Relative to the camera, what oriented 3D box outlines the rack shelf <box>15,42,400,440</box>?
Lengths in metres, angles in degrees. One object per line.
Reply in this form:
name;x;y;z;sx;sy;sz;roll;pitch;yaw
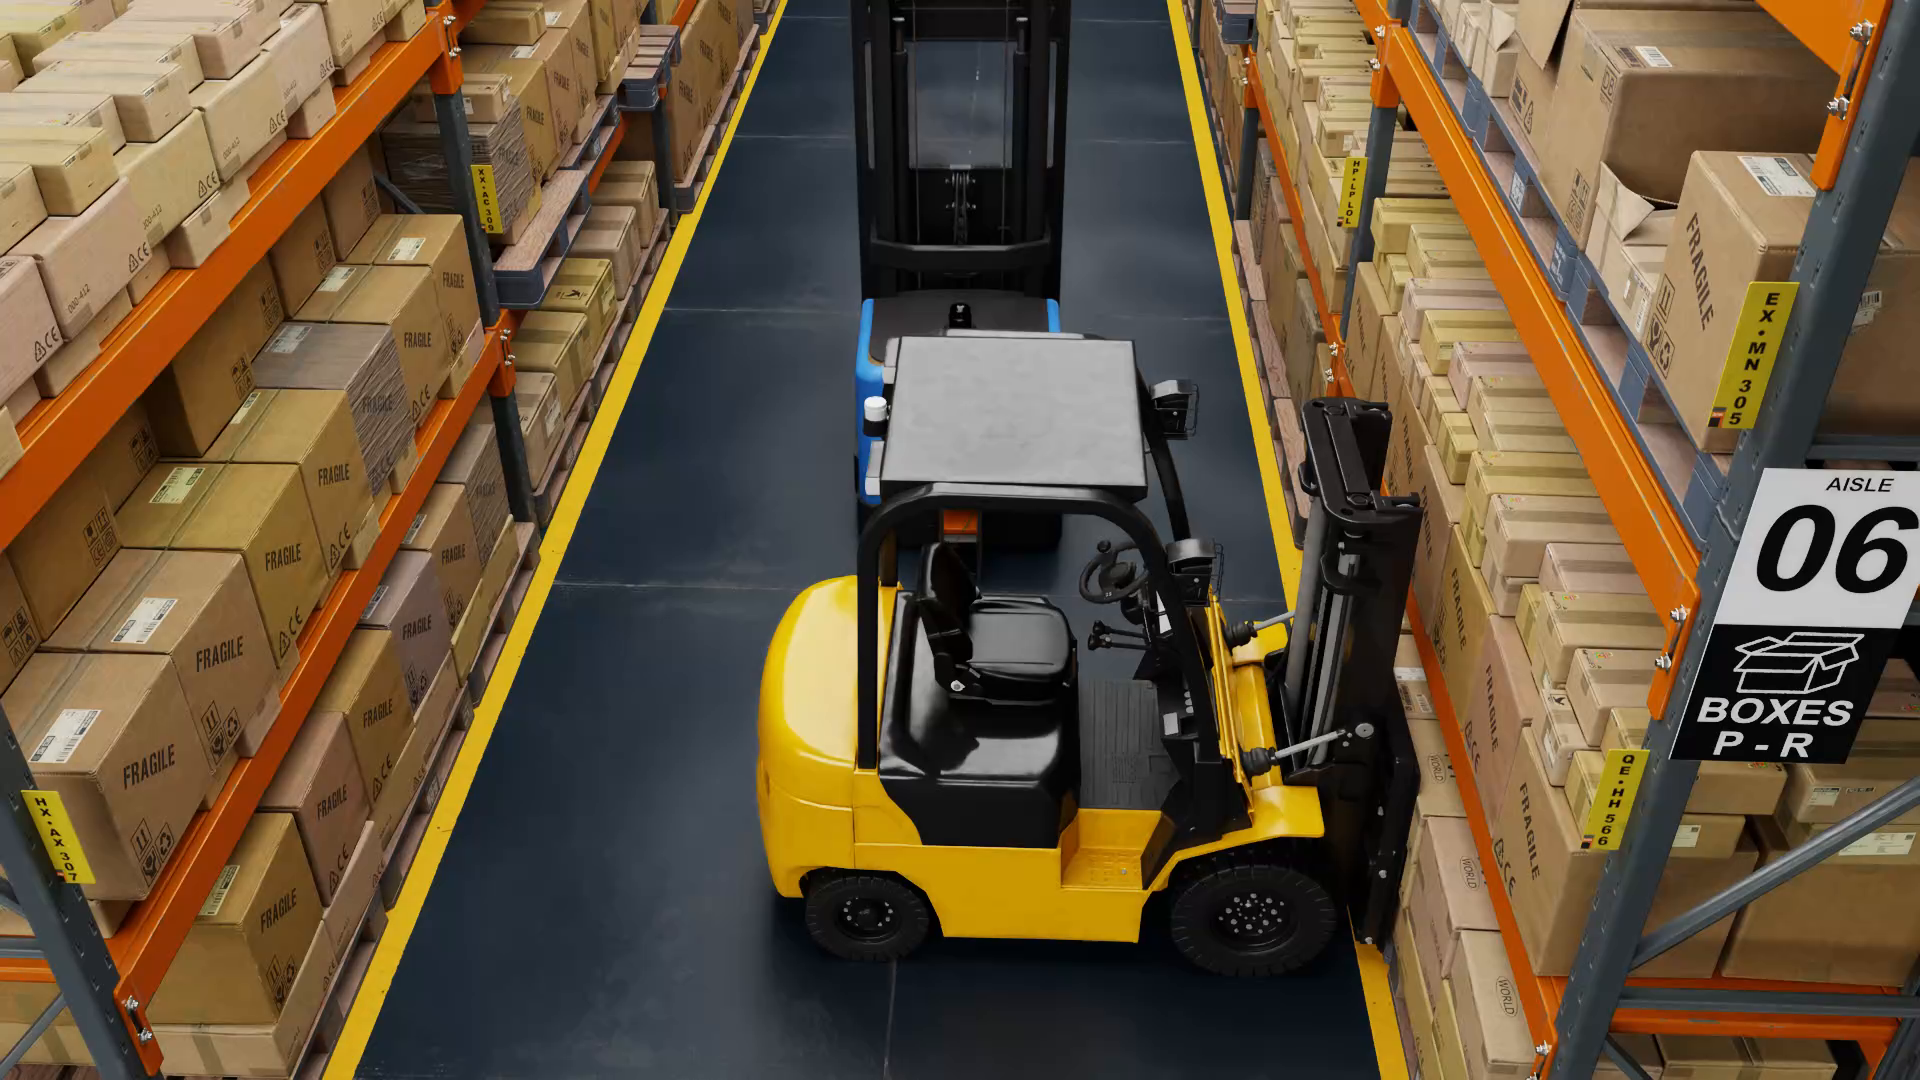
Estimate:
rack shelf;-2.767;-1.088;5.420;0.919;0.052;3.809;1;35;2

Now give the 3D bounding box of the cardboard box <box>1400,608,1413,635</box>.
cardboard box;1.901;0.312;6.799;0.500;0.250;0.500;2;35;3

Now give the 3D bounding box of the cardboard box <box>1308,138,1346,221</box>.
cardboard box;2.051;-1.809;8.357;0.500;0.250;0.500;0;35;1

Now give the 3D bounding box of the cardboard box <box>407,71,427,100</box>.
cardboard box;-2.879;-2.085;8.343;0.500;0.500;0.500;2;35;2

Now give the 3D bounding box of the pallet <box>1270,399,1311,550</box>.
pallet;2.264;-0.366;9.032;1.003;0.211;1.213;1;35;2

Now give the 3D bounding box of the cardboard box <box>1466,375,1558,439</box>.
cardboard box;1.999;-0.448;5.815;0.380;0.149;0.250;1;35;2

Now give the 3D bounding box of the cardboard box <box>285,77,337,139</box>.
cardboard box;-2.450;-1.540;5.888;0.380;0.149;0.250;2;35;3

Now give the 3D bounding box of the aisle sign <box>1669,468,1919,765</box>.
aisle sign;1.816;0.183;3.566;0.394;0.787;0.004;1;35;2

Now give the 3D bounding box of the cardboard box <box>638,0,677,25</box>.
cardboard box;-2.255;-3.707;11.492;0.500;0.250;0.500;1;35;1

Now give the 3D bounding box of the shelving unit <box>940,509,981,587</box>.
shelving unit;0.003;-0.267;8.163;0.215;1.050;0.252;0;35;0

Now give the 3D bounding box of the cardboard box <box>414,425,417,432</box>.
cardboard box;-2.511;-0.466;6.969;0.380;0.149;0.250;1;35;1

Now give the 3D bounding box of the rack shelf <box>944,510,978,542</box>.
rack shelf;0.003;-0.087;8.289;0.184;0.087;0.229;0;35;0

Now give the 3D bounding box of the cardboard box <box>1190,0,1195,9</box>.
cardboard box;2.323;-5.011;15.331;0.380;0.149;0.250;0;35;0

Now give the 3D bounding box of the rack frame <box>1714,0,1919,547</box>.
rack frame;2.112;-1.239;2.632;1.000;3.000;0.127;1;35;2

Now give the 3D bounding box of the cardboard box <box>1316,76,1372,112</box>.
cardboard box;2.087;-2.325;8.744;0.380;0.149;0.250;2;35;2

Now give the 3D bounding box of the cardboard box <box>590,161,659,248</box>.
cardboard box;-2.559;-2.265;11.230;0.950;0.372;0.625;-1;35;-1

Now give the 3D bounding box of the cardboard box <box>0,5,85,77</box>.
cardboard box;-3.005;-1.577;5.247;0.380;0.149;0.250;2;35;3

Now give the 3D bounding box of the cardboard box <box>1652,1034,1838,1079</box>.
cardboard box;2.321;1.488;5.126;0.500;0.250;0.500;1;35;1

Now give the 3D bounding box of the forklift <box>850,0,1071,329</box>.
forklift;0.009;-1.984;8.970;1.121;2.935;3.031;0;35;0

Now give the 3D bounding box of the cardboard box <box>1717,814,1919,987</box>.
cardboard box;2.410;0.897;4.724;0.500;0.500;0.500;2;35;3

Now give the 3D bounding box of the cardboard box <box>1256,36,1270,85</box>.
cardboard box;2.172;-3.070;10.585;0.500;0.250;0.500;1;35;2

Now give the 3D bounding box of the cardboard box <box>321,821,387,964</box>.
cardboard box;-2.511;1.306;6.254;0.500;0.250;0.500;3;35;4

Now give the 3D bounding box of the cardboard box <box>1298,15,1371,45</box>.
cardboard box;2.154;-2.913;9.581;0.380;0.149;0.250;2;35;2

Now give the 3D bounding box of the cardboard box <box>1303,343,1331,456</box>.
cardboard box;2.283;-0.583;8.616;0.875;0.625;0.625;3;35;4

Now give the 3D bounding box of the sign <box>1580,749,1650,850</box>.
sign;1.571;0.625;3.985;0.100;0.325;0.005;1;35;2

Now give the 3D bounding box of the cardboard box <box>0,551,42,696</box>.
cardboard box;-3.045;0.233;4.540;0.700;0.500;0.500;1;35;1

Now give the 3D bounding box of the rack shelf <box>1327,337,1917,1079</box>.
rack shelf;2.193;0.361;6.199;1.077;0.370;4.000;1;35;2

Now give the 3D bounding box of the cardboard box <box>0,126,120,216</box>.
cardboard box;-2.479;-0.977;4.393;0.380;0.149;0.250;1;35;2

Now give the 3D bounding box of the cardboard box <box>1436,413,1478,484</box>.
cardboard box;1.915;-0.324;5.896;0.380;0.149;0.250;1;35;1

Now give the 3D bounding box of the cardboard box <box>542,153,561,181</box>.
cardboard box;-2.343;-2.029;8.827;0.380;0.149;0.250;2;35;3

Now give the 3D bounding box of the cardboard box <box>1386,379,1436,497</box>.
cardboard box;1.971;-0.284;6.404;0.500;0.500;0.500;1;35;1

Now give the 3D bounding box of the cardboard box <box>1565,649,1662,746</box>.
cardboard box;1.895;0.435;4.559;0.380;0.149;0.250;1;35;2

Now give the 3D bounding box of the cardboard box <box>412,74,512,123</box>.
cardboard box;-2.315;-2.057;7.738;0.380;0.149;0.250;1;35;2

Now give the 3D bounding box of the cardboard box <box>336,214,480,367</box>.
cardboard box;-2.456;-1.096;7.301;0.500;0.500;0.500;0;35;1

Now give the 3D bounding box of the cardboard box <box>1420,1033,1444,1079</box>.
cardboard box;1.815;1.892;5.421;0.500;0.250;0.500;2;35;2

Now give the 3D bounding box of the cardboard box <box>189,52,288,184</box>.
cardboard box;-2.495;-1.347;5.267;0.500;0.250;0.500;2;35;3

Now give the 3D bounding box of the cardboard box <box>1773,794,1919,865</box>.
cardboard box;2.385;0.721;4.411;0.380;0.149;0.250;0;35;1

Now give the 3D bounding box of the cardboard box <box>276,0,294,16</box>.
cardboard box;-2.508;-1.859;5.649;0.380;0.149;0.250;1;35;1

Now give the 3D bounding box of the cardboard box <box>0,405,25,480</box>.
cardboard box;-2.510;-0.204;3.987;0.380;0.149;0.250;1;35;2

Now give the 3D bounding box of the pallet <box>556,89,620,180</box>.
pallet;-2.565;-2.276;9.493;1.003;0.211;1.213;1;35;2

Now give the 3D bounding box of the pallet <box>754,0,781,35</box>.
pallet;-2.257;-5.085;15.748;1.003;0.211;1.213;1;35;2

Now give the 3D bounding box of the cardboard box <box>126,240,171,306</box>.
cardboard box;-2.552;-0.804;4.841;0.380;0.149;0.250;0;35;0

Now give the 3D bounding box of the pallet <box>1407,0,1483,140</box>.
pallet;2.265;-1.783;6.092;1.003;0.211;1.213;1;35;2

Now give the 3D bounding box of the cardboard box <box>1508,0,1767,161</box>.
cardboard box;2.089;-1.448;4.996;0.797;0.503;0.637;2;35;3

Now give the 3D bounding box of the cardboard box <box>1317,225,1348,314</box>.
cardboard box;2.032;-1.317;8.091;0.500;0.250;0.500;2;35;3

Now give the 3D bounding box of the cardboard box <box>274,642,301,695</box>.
cardboard box;-2.506;0.426;5.700;0.380;0.149;0.250;2;35;3

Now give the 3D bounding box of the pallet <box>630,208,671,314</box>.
pallet;-2.559;-1.903;11.220;1.003;0.211;1.213;1;35;2

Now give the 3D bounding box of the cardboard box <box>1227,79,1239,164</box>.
cardboard box;2.266;-3.065;12.257;0.500;0.500;0.500;1;35;1

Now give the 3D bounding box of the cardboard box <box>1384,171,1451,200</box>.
cardboard box;2.065;-1.590;7.698;0.380;0.149;0.250;2;35;4

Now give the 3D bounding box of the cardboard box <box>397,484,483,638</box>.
cardboard box;-2.461;0.090;7.333;0.500;0.500;0.500;2;35;3

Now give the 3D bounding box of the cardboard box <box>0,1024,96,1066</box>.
cardboard box;-3.083;1.572;5.876;0.500;0.250;0.500;1;35;2

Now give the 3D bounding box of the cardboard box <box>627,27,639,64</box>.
cardboard box;-2.208;-3.067;10.304;0.380;0.149;0.250;1;35;1

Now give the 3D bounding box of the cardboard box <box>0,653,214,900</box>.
cardboard box;-2.551;0.675;4.781;0.500;0.500;0.500;1;35;1

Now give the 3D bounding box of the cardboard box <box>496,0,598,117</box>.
cardboard box;-2.319;-2.659;9.159;0.500;0.500;0.500;0;35;0
